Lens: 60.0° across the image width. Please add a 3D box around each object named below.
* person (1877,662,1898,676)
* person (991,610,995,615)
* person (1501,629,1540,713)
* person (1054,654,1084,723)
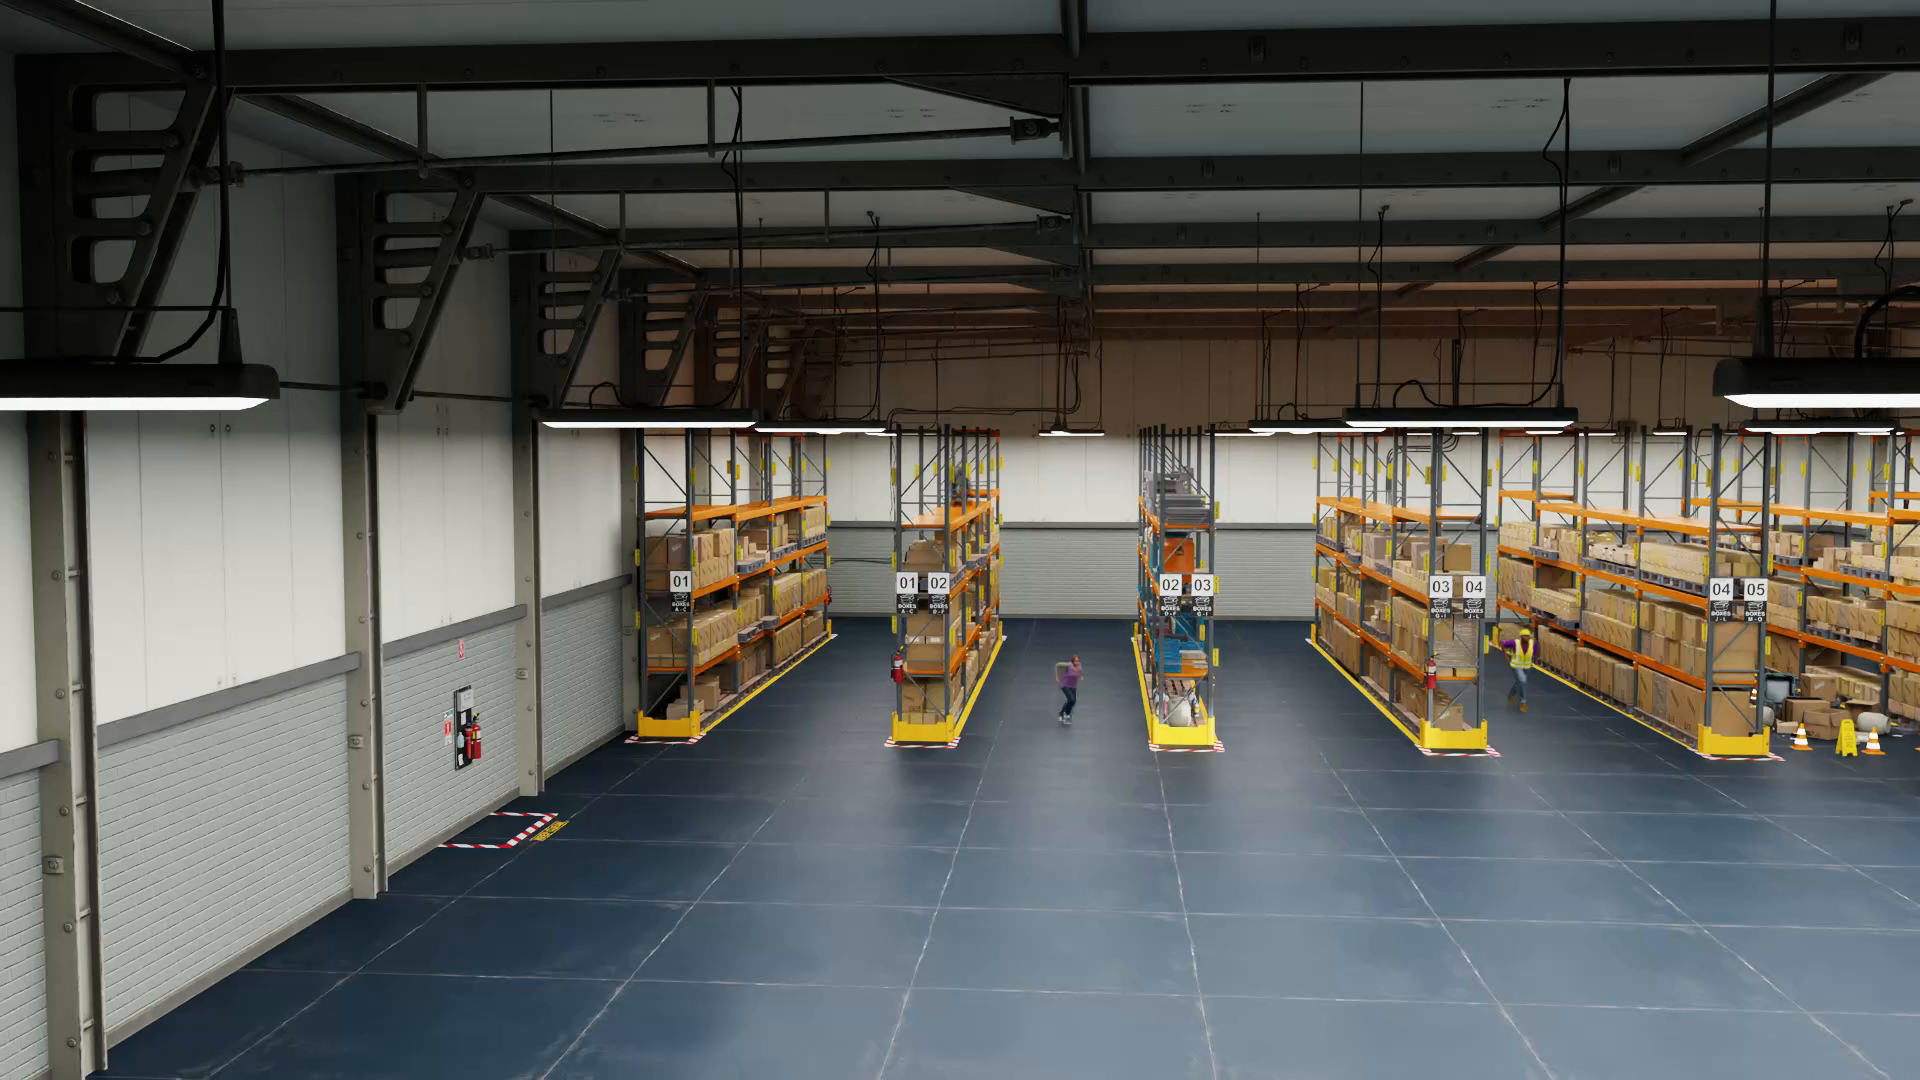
[{"bbox_3d":[21.323,2.601,38.185,0.624,1.679,0.884,0,3,-2],"label":"person"},{"bbox_3d":[0.796,1.935,48.699,0.562,1.652,0.562,2,4,31],"label":"person"},{"bbox_3d":[11.816,2.730,35.118,0.680,1.771,0.955,-1,4,-12],"label":"person"},{"bbox_3d":[2.167,2.967,33.231,0.569,1.435,0.869,-1,4,-22],"label":"person"}]
